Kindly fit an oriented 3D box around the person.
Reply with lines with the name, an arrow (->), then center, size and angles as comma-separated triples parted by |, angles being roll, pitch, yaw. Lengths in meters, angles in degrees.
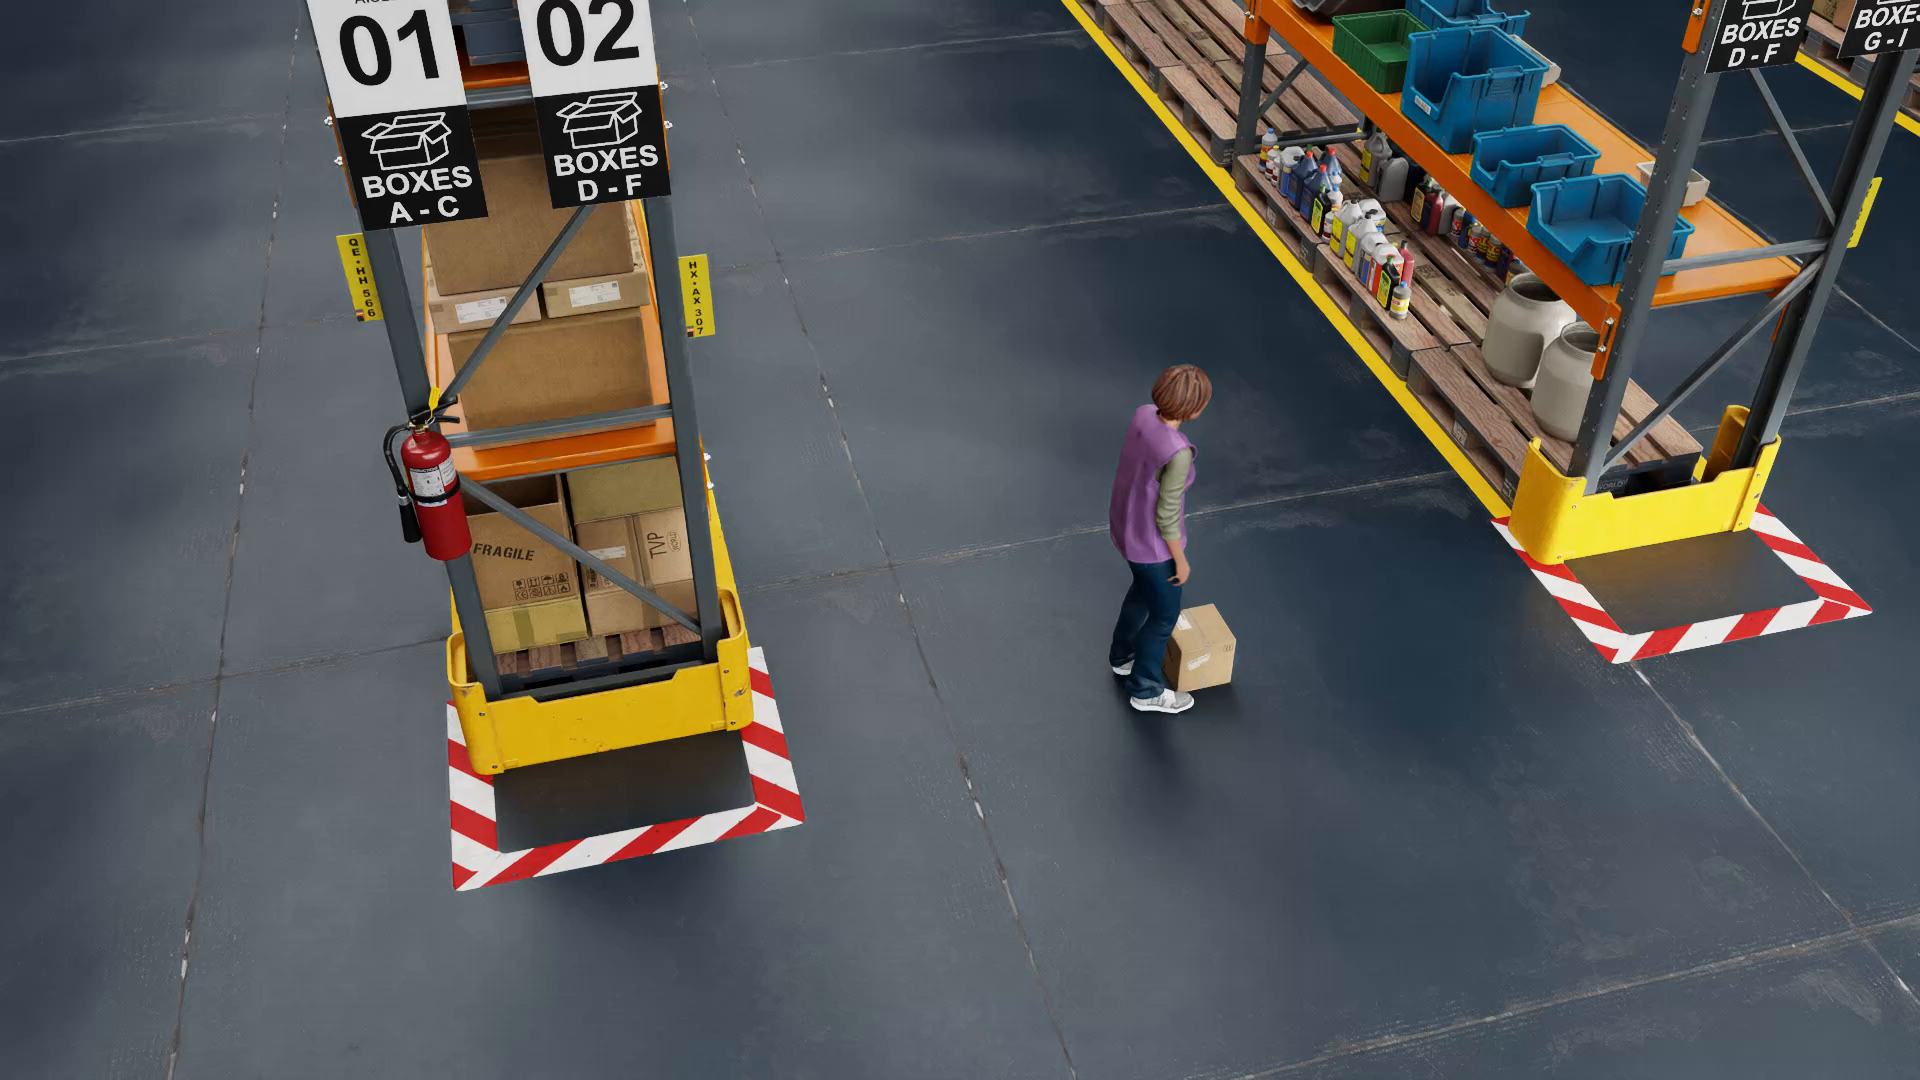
person -> 0.788, -0.003, 6.734 | 0.343, 1.582, 0.462 | -9, 40, -11
